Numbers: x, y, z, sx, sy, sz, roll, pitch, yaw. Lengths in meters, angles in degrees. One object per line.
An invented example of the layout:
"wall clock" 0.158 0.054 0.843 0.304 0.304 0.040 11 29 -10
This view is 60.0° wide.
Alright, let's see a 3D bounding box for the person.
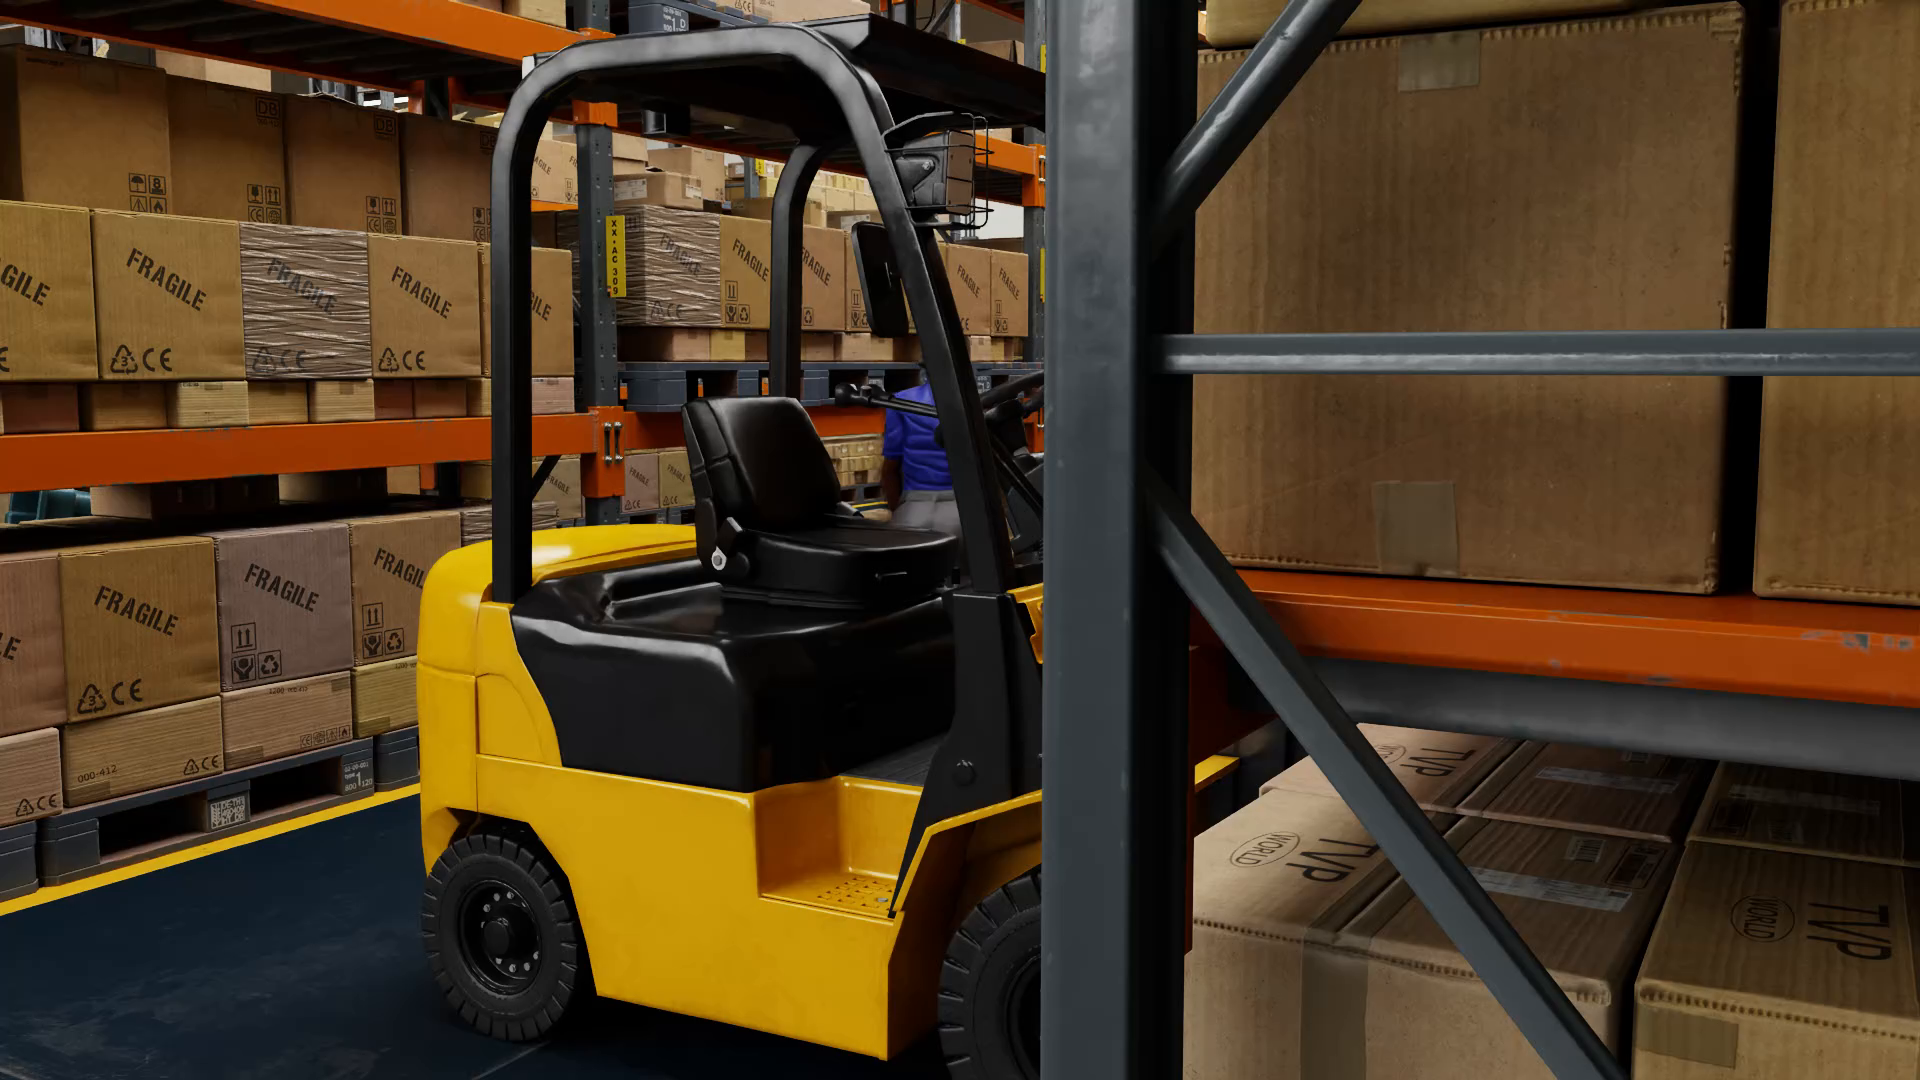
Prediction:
"person" -0.103 -0.005 6.409 0.482 1.645 0.692 0 6 5
